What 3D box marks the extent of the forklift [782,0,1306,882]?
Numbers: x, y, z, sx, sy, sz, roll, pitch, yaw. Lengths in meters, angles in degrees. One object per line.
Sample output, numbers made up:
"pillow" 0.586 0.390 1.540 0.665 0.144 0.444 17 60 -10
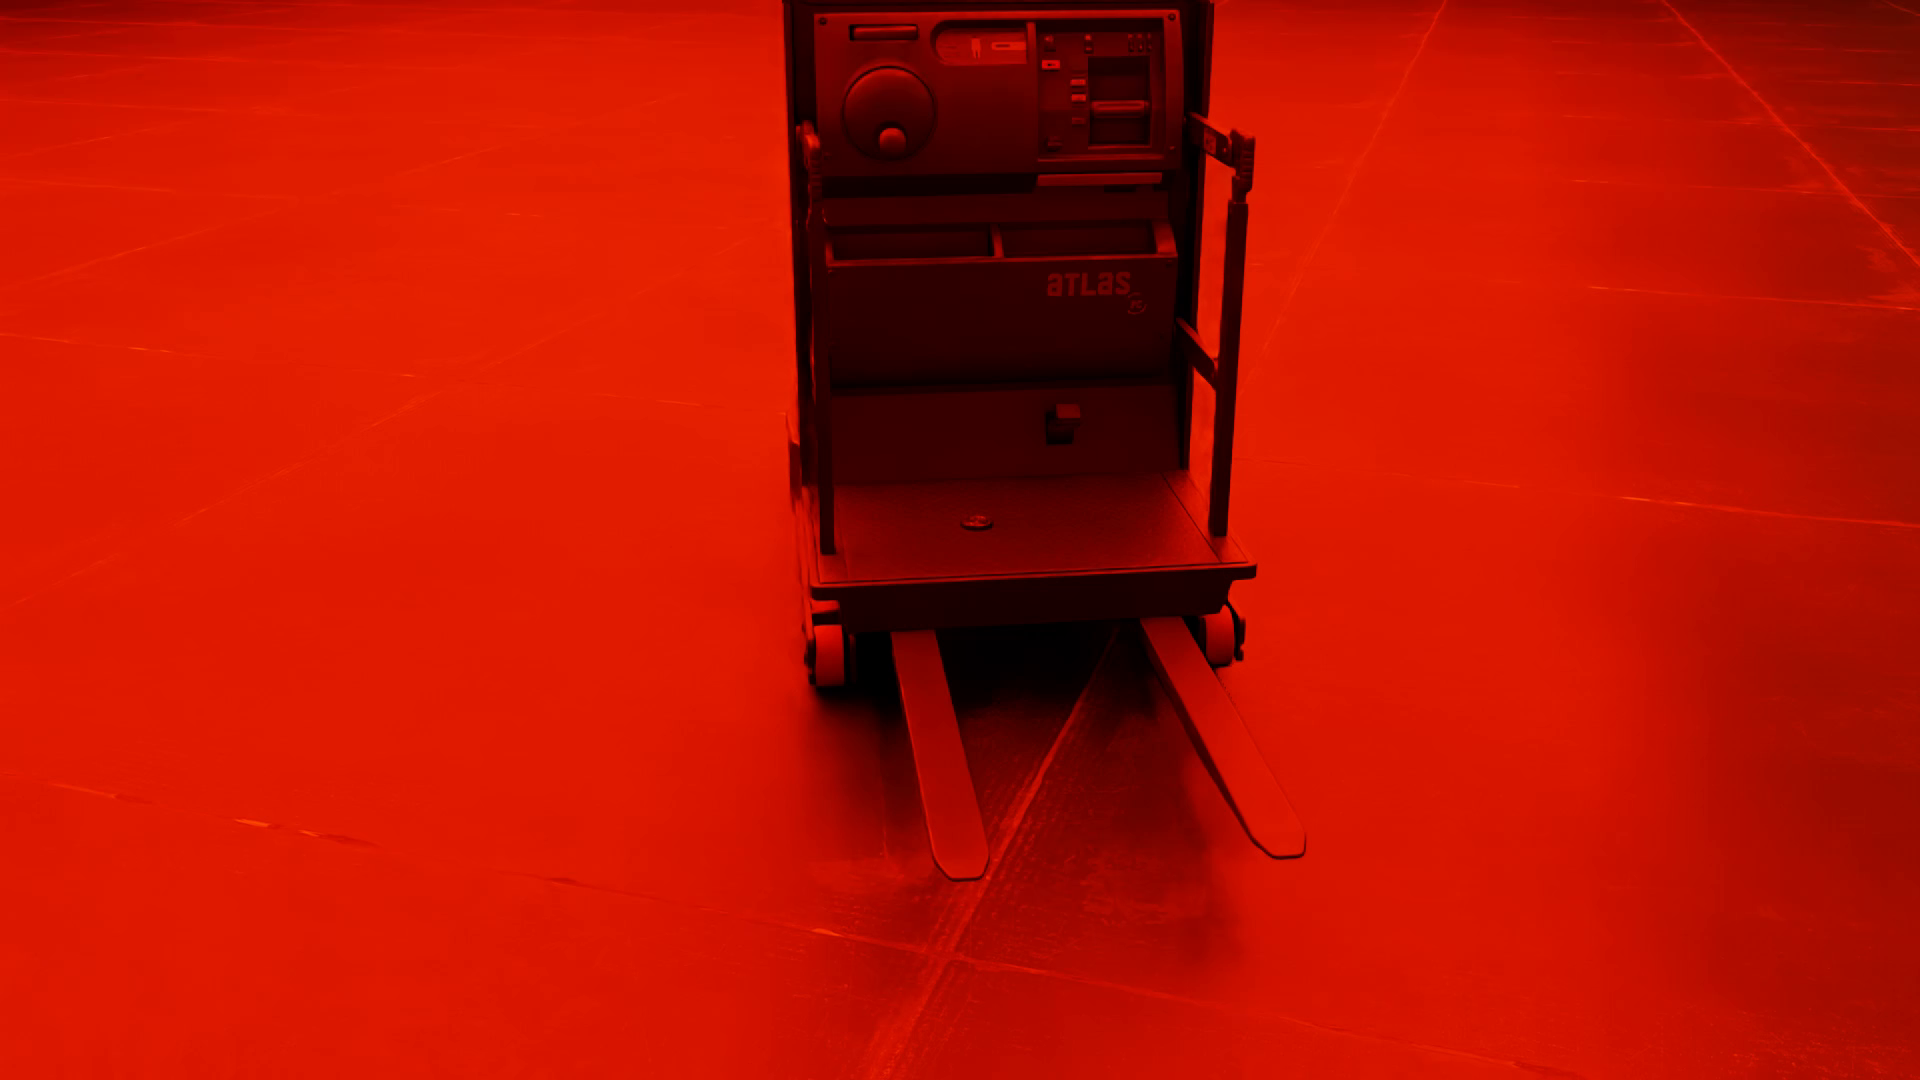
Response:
"forklift" 0.129 -1.118 3.987 1.130 2.935 3.031 -3 23 -6
